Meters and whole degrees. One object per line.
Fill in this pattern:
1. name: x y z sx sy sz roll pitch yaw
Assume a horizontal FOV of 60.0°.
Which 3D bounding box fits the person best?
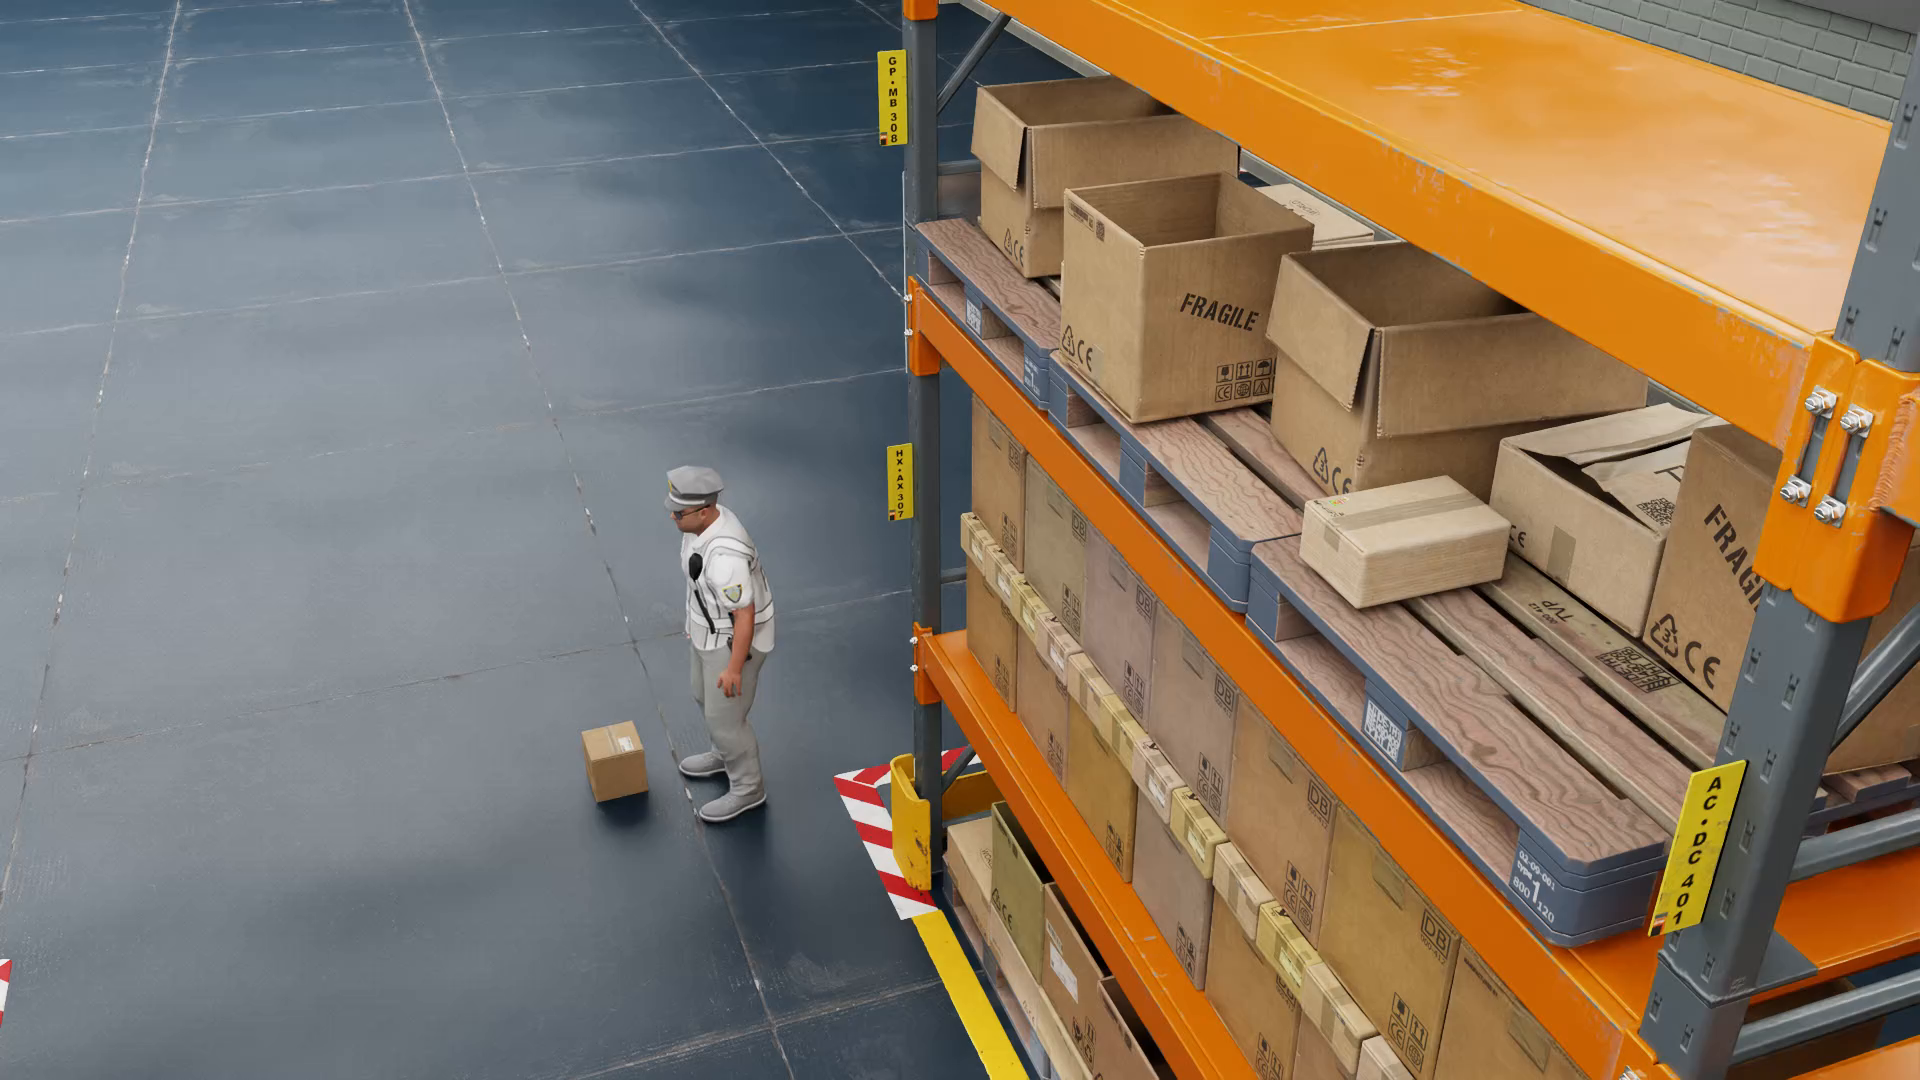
1. person: -1.074 0.446 7.552 0.434 1.750 0.608 -12 32 -20
